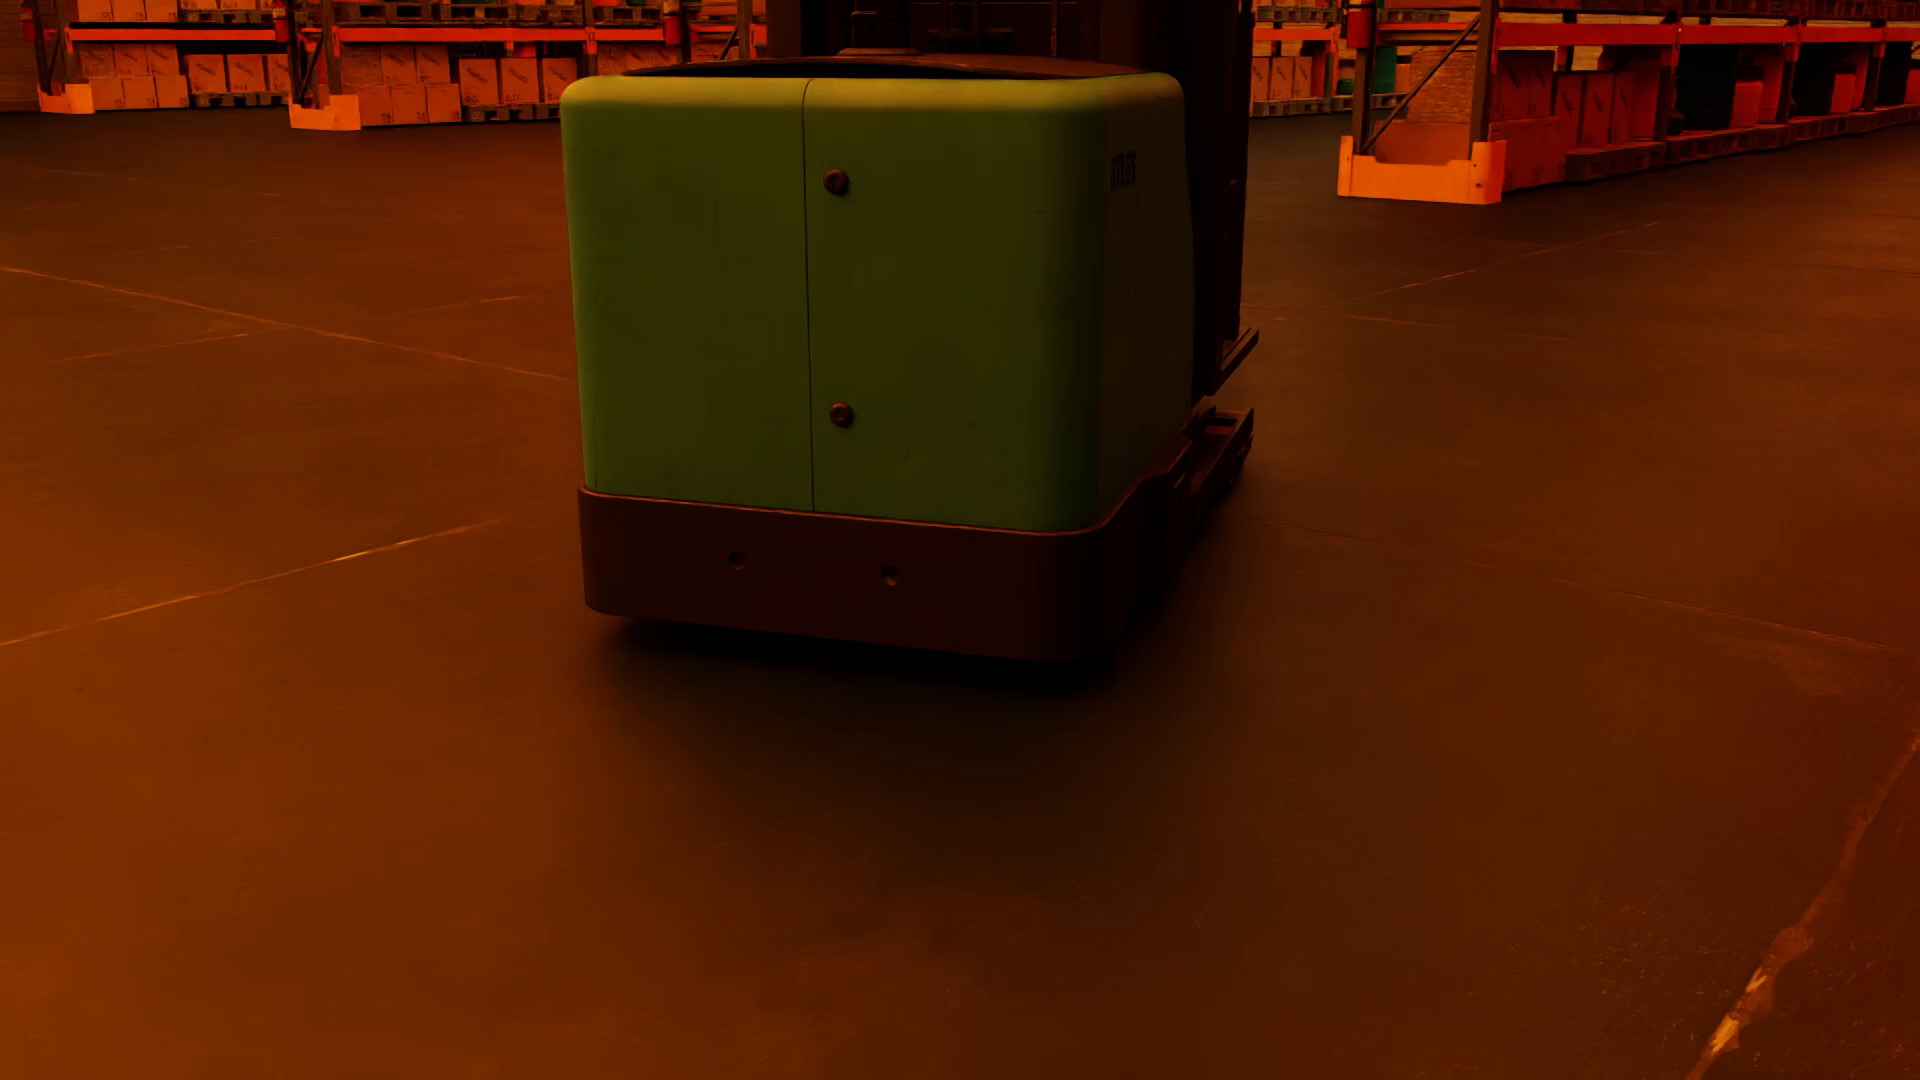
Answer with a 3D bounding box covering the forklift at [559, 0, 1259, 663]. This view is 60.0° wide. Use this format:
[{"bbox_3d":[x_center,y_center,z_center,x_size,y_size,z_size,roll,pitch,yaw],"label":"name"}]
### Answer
[{"bbox_3d":[0.182,-1.571,4.072,1.130,2.935,3.031,5,18,17],"label":"forklift"}]
